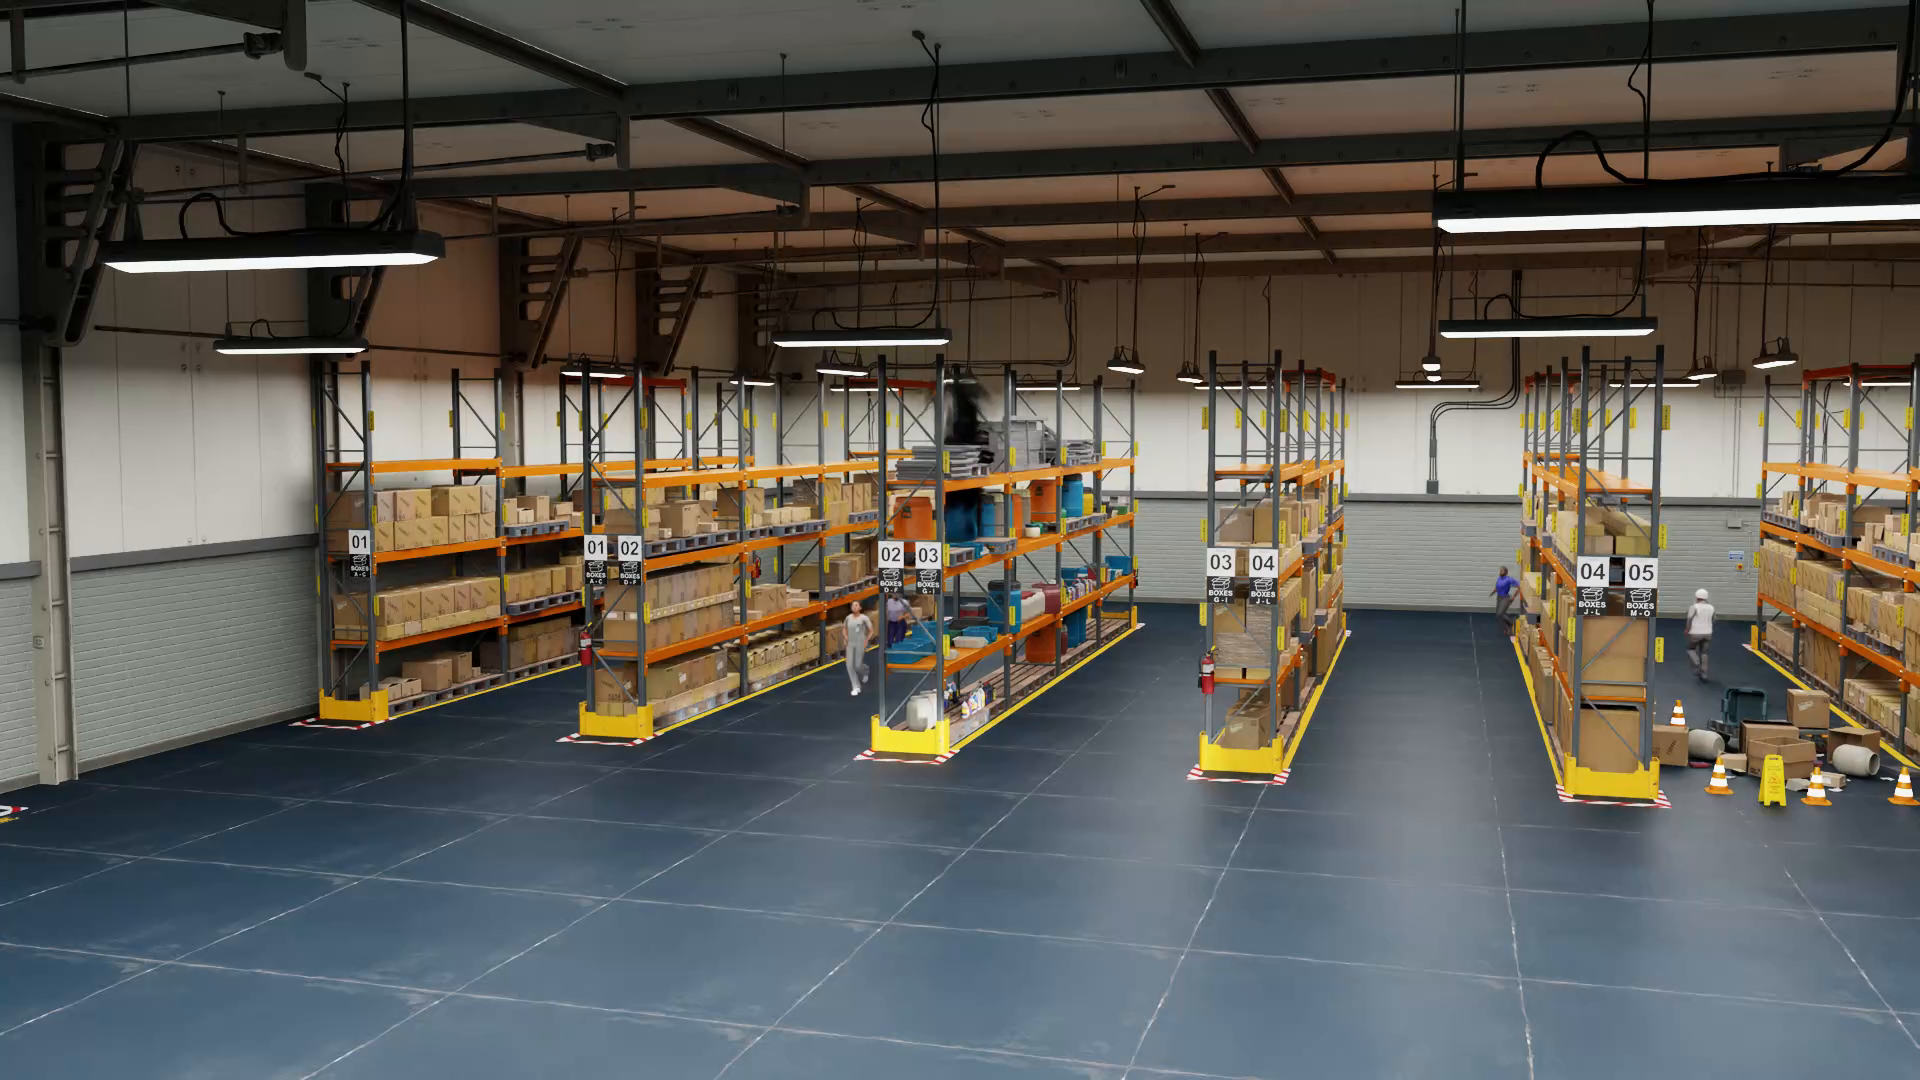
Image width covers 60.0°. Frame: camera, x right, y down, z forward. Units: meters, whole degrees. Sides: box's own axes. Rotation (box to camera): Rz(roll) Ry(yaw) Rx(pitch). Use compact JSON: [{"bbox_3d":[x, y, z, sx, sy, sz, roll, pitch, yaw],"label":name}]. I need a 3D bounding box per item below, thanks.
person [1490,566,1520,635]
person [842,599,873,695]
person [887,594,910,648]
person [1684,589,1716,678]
[{"bbox_3d":[12.627,1.419,38.699,0.584,1.611,0.613,-2,5,-25],"label":"person"},{"bbox_3d":[-1.788,1.842,28.859,0.549,1.644,0.599,1,4,17],"label":"person"},{"bbox_3d":[-1.296,1.774,33.869,0.587,1.613,0.583,1,4,11],"label":"person"},{"bbox_3d":[14.432,1.814,32.483,0.640,1.726,0.662,0,4,2],"label":"person"}]
